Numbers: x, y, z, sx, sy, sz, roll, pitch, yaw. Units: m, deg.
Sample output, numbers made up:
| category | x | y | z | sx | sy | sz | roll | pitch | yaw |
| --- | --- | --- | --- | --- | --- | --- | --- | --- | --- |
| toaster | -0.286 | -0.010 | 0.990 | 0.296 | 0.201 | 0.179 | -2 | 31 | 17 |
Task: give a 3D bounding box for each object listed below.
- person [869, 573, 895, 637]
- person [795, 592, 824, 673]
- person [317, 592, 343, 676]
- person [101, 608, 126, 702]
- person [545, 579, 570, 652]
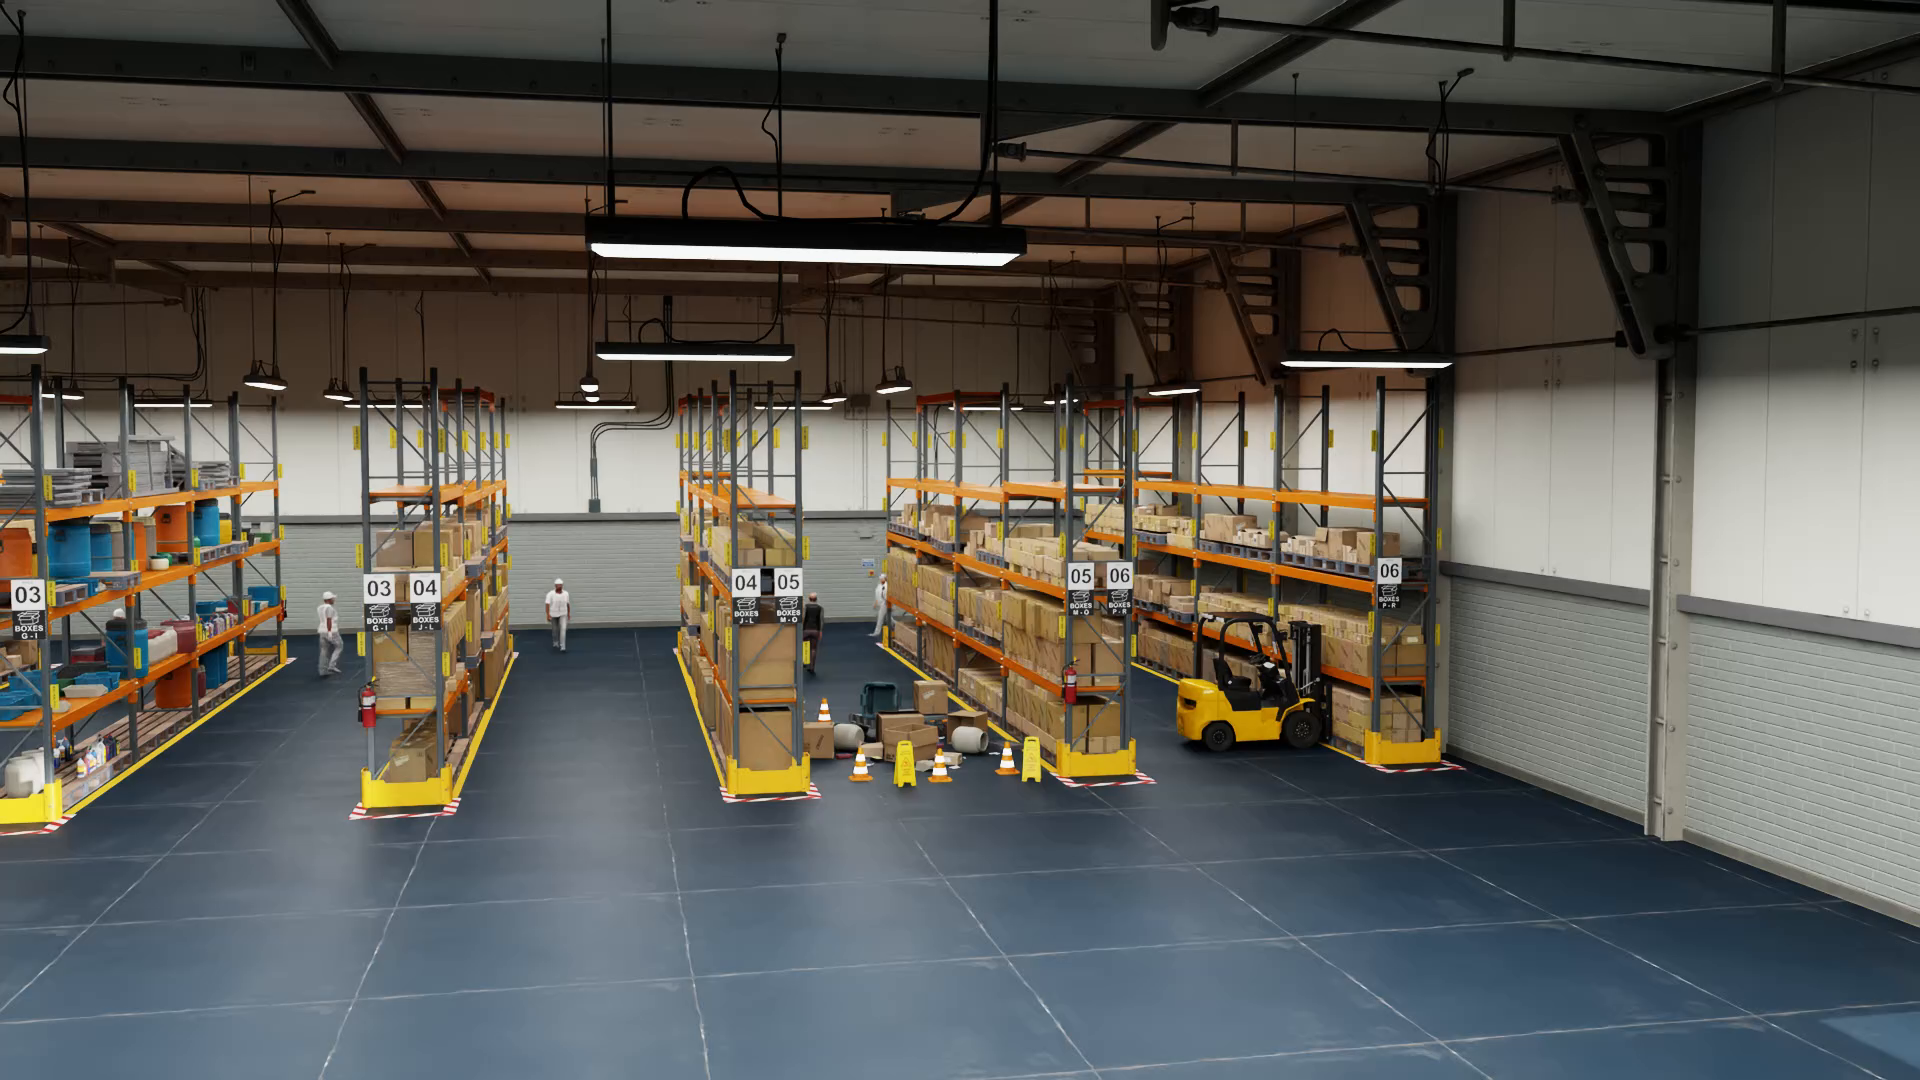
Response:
| category | x | y | z | sx | sy | sz | roll | pitch | yaw |
| --- | --- | --- | --- | --- | --- | --- | --- | --- | --- |
| person | -1.919 | 1.661 | 42.565 | 0.985 | 1.630 | 0.492 | -2 | 4 | -31 |
| person | -3.251 | 1.996 | 35.957 | 0.636 | 1.719 | 0.408 | -1 | 3 | -11 |
| person | -13.509 | 1.986 | 35.503 | 0.553 | 1.763 | 0.506 | 1 | 4 | 19 |
| person | -16.131 | 2.207 | 31.817 | 0.593 | 1.784 | 0.479 | -2 | 4 | -26 |
| person | -9.578 | 1.783 | 39.615 | 0.576 | 1.714 | 1.093 | -1 | 4 | -15 |
